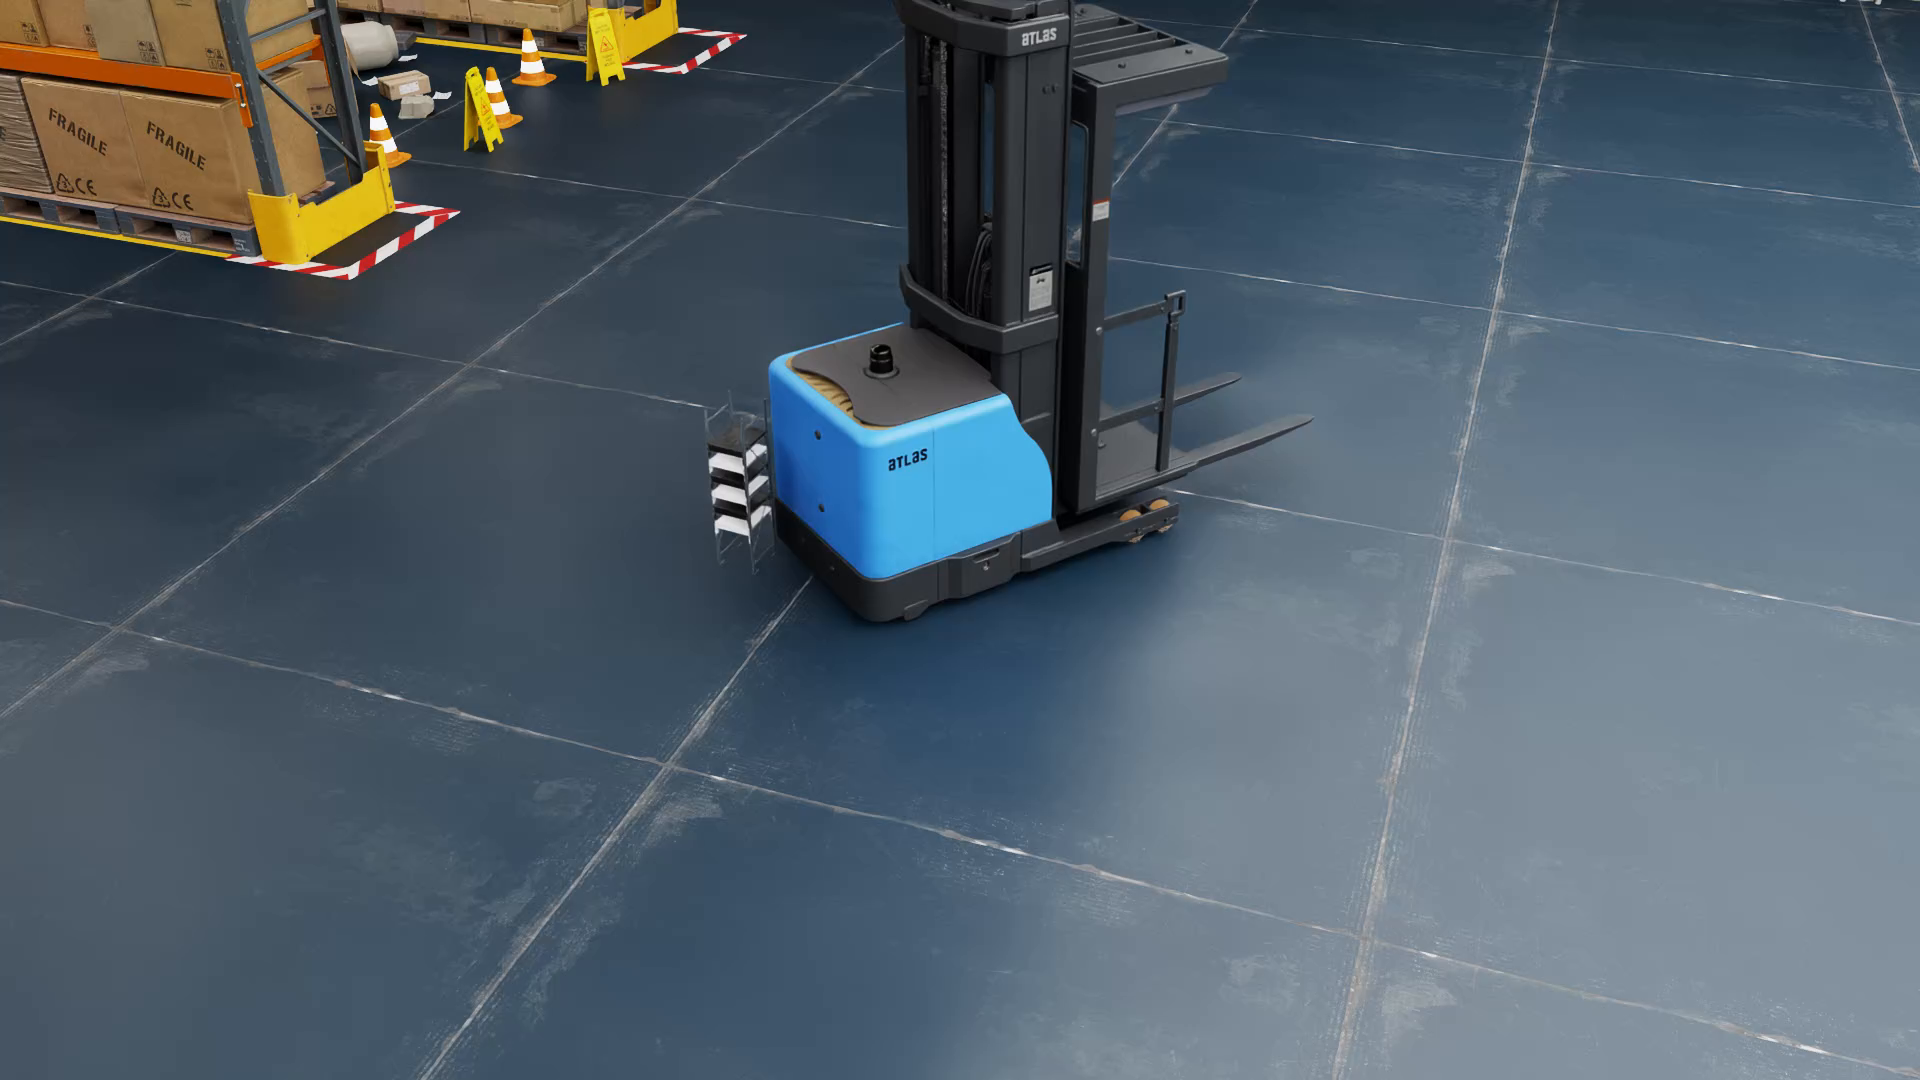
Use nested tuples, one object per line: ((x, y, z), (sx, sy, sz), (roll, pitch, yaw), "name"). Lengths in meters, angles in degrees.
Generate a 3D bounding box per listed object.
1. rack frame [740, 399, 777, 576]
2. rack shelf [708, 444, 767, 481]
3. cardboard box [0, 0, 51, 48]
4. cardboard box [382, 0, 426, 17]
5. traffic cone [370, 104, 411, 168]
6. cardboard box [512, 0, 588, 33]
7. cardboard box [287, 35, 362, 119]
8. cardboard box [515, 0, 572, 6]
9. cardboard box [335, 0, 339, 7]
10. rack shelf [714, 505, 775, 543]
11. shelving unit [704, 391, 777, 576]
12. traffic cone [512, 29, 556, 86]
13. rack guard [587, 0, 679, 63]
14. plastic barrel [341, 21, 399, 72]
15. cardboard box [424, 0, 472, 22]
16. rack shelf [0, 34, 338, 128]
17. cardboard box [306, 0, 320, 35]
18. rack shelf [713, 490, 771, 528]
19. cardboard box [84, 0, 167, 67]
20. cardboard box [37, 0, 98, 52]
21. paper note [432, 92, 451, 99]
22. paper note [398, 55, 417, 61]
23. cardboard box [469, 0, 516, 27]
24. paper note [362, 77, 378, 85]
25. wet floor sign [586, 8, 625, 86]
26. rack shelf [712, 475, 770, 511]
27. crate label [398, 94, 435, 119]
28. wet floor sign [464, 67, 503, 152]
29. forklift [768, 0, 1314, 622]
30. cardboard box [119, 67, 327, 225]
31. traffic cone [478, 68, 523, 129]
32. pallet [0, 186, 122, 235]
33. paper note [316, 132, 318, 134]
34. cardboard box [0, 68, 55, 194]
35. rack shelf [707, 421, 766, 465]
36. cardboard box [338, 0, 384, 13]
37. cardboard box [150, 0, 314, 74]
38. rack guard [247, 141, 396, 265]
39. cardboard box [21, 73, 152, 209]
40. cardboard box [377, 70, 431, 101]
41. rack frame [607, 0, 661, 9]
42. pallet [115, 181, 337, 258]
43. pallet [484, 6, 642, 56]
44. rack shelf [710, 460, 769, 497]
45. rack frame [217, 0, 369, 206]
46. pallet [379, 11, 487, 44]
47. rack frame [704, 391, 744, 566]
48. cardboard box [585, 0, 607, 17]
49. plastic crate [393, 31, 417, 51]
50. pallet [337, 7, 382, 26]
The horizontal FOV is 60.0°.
((-1.004, -0.257, 8.318), (0.006, 0.900, 0.240), (14, 35, 21), "rack frame")
((-1.097, -0.403, 8.274), (0.200, 0.077, 0.258), (14, 35, 21), "rack shelf")
((-6.541, -3.970, 11.995), (0.500, 0.550, 0.875), (11, 34, 16), "cardboard box")
((-5.374, -5.396, 16.489), (0.500, 0.250, 0.500), (11, 34, 16), "cardboard box")
((-4.675, -3.286, 13.413), (0.334, 0.463, 0.336), (11, 34, 16), "traffic cone")
((-3.953, -5.112, 16.050), (0.500, 0.250, 0.500), (11, 34, 16), "cardboard box")
((-5.587, -4.056, 14.568), (0.637, 0.503, 0.797), (-11, 35, -17), "cardboard box")
((-3.921, -5.426, 15.844), (0.500, 0.500, 0.500), (11, 35, 17), "cardboard box")
((-6.380, -5.583, 16.780), (0.500, 0.250, 0.500), (9, 34, 14), "cardboard box")
((-1.096, -0.101, 8.469), (0.200, 0.077, 0.258), (14, 35, 21), "rack shelf")
((-1.097, -0.280, 8.354), (0.210, 0.900, 0.258), (14, 35, 21), "shelving unit")
((-3.919, -4.430, 15.185), (0.334, 0.463, 0.336), (11, 34, 16), "traffic cone")
((-3.151, -5.040, 16.095), (0.348, 0.500, 1.175), (11, 34, 16), "rack guard")
((-5.534, -4.598, 15.482), (0.512, 0.421, 0.421), (-18, 37, -25), "plastic barrel")
((-4.910, -5.299, 16.340), (0.500, 0.250, 0.500), (10, 34, 15), "cardboard box")
((-6.537, -3.594, 12.214), (4.000, 0.370, 1.077), (11, 34, 16), "rack shelf")
((-6.295, -4.868, 15.826), (0.500, 0.500, 0.500), (-18, 37, -25), "cardboard box")
((-1.096, -0.176, 8.421), (0.200, 0.077, 0.258), (14, 35, 21), "rack shelf")
((-5.544, -3.727, 11.619), (0.550, 0.550, 0.875), (11, 34, 16), "cardboard box")
((-6.028, -3.894, 11.877), (0.550, 0.550, 0.875), (11, 34, 16), "cardboard box")
((-4.640, -3.985, 14.894), (0.142, 0.019, 0.148), (0, 33, 0), "paper note")
((-5.260, -4.599, 15.845), (0.148, 0.019, 0.142), (0, 33, 0), "paper note")
((-4.416, -5.207, 16.196), (0.500, 0.250, 0.500), (11, 34, 17), "cardboard box")
((-5.389, -4.212, 15.257), (0.142, 0.019, 0.148), (24, 40, 32), "paper note")
((-3.261, -4.506, 15.134), (0.232, 0.644, 0.267), (24, 40, 32), "wet floor sign")
((-1.096, -0.252, 8.372), (0.200, 0.077, 0.258), (14, 35, 21), "rack shelf")
((-4.734, -3.776, 14.473), (0.298, 0.136, 0.250), (-6, 33, -9), "crate label")
((-3.959, -3.546, 13.648), (0.232, 0.644, 0.267), (5, 33, 8), "wet floor sign")
((0.558, -1.441, 8.279), (3.031, 2.935, 1.130), (-20, 38, -27), "forklift")
((-5.315, -2.904, 12.054), (0.875, 0.875, 0.875), (11, 35, 17), "cardboard box")
((-3.973, -3.801, 14.211), (0.334, 0.463, 0.336), (11, 34, 16), "traffic cone")
((-6.578, -2.689, 12.720), (1.213, 0.211, 1.003), (11, 34, 16), "pallet")
((-5.518, -3.428, 14.033), (0.142, 0.017, 0.144), (24, 40, 32), "paper note")
((-7.001, -3.232, 12.562), (0.875, 0.875, 0.875), (11, 35, 17), "cardboard box")
((-1.097, -0.479, 8.225), (0.200, 0.077, 0.258), (14, 35, 21), "rack shelf")
((-5.874, -5.491, 16.638), (0.500, 0.250, 0.500), (13, 35, 19), "cardboard box")
((-5.018, -3.638, 11.480), (0.550, 0.550, 0.875), (11, 34, 16), "cardboard box")
((-4.631, -2.475, 12.123), (0.348, 0.500, 1.175), (11, 34, 16), "rack guard")
((-6.144, -3.064, 12.302), (0.875, 0.875, 0.875), (10, 34, 16), "cardboard box")
((-4.994, -4.086, 14.942), (0.380, 0.149, 0.250), (-25, 40, -33), "cardboard box")
((-3.079, -6.076, 15.395), (0.127, 3.000, 1.000), (11, 34, 16), "rack frame")
((-5.433, -2.465, 12.373), (1.213, 0.211, 1.003), (11, 34, 16), "pallet")
((-3.903, -5.085, 16.431), (1.213, 0.211, 1.003), (11, 34, 16), "pallet")
((-1.097, -0.328, 8.323), (0.200, 0.077, 0.258), (14, 35, 21), "rack shelf")
((-4.654, -3.530, 11.452), (0.127, 3.000, 1.000), (11, 34, 16), "rack frame")
((-5.048, -5.309, 16.778), (1.213, 0.211, 1.003), (11, 34, 16), "pallet")
((-1.189, -0.303, 8.390), (0.006, 0.900, 0.240), (14, 35, 21), "rack frame")
((-3.745, -5.386, 16.474), (0.500, 0.250, 0.500), (11, 34, 16), "cardboard box")
((-5.643, -4.875, 16.227), (0.583, 0.080, 0.402), (0, 33, 0), "plastic crate")
((-6.200, -5.532, 17.123), (1.213, 0.211, 1.003), (11, 34, 16), "pallet")
